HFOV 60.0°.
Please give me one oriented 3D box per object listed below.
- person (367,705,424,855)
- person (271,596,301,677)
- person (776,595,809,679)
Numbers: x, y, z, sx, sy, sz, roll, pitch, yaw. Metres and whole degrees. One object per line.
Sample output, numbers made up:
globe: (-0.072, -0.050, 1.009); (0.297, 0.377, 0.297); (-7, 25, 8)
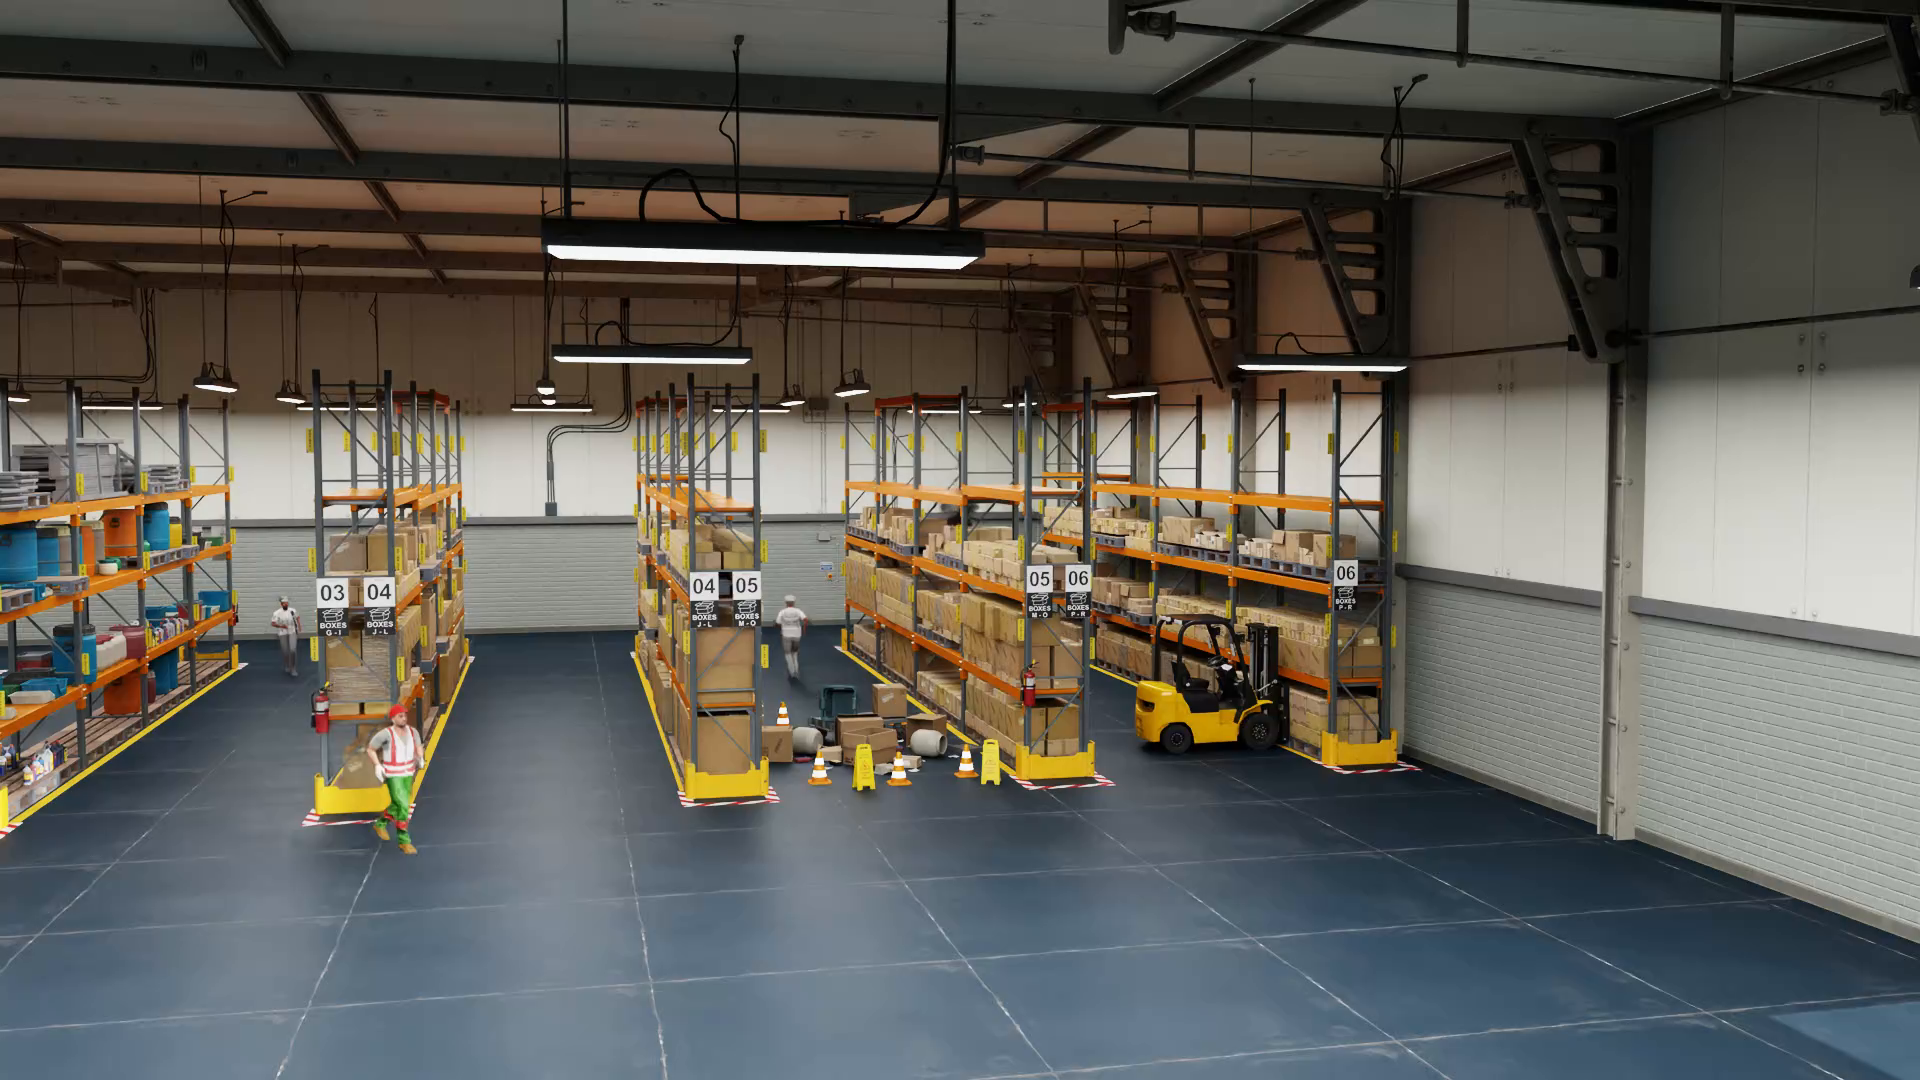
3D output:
person: (-6.960, 2.925, 20.526); (0.855, 1.826, 0.650); (2, 4, 33)
person: (-14.607, 2.090, 36.040); (0.609, 1.774, 0.709); (-2, 4, -28)
person: (-3.582, 2.096, 35.246); (0.636, 1.846, 0.774); (-1, 4, -24)
